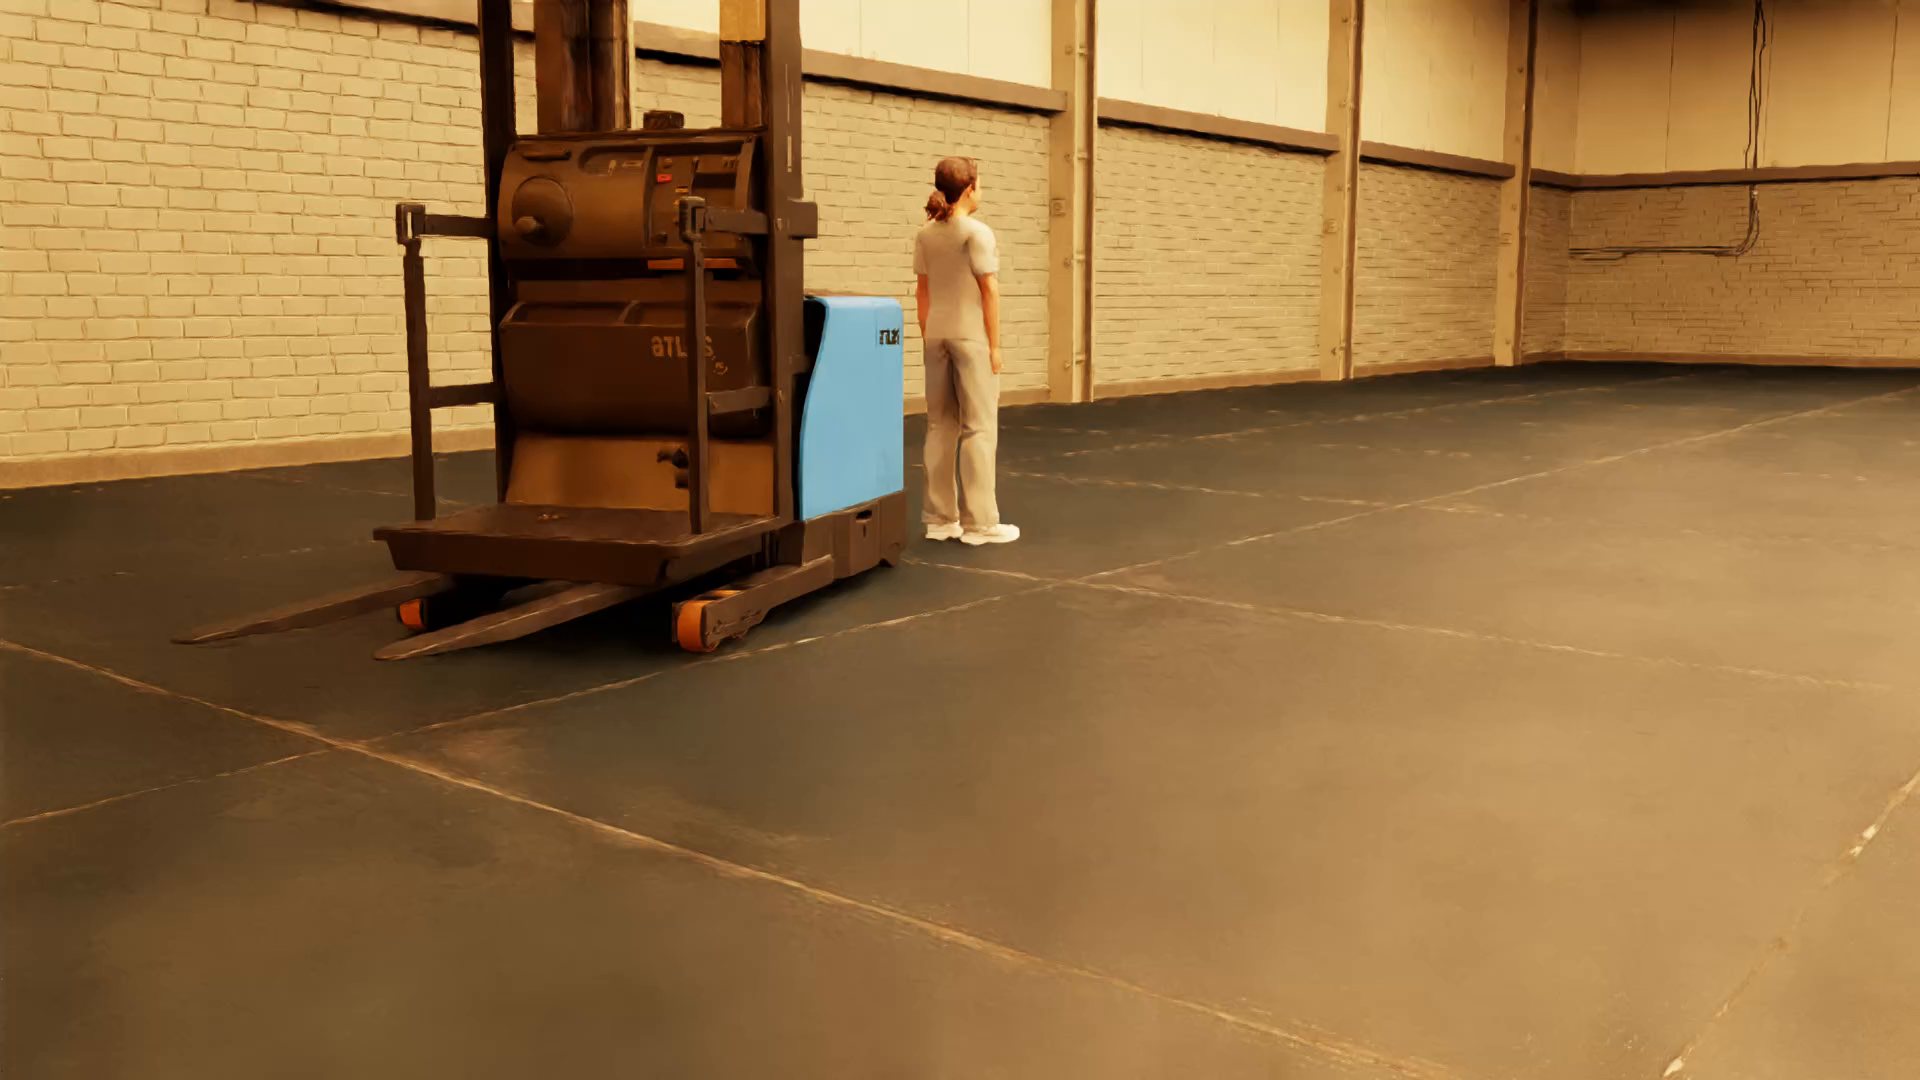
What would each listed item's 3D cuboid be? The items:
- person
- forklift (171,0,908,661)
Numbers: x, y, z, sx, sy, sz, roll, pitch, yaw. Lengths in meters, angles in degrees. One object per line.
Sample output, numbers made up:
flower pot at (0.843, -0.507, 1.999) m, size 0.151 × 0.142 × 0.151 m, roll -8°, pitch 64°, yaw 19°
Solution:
person at (0.005, -0.828, 7.291) m, size 0.432 × 1.673 × 0.365 m, roll 7°, pitch 11°, yaw 38°
forklift at (-1.170, -1.172, 5.289) m, size 1.130 × 2.935 × 3.031 m, roll 3°, pitch 9°, yaw 19°
